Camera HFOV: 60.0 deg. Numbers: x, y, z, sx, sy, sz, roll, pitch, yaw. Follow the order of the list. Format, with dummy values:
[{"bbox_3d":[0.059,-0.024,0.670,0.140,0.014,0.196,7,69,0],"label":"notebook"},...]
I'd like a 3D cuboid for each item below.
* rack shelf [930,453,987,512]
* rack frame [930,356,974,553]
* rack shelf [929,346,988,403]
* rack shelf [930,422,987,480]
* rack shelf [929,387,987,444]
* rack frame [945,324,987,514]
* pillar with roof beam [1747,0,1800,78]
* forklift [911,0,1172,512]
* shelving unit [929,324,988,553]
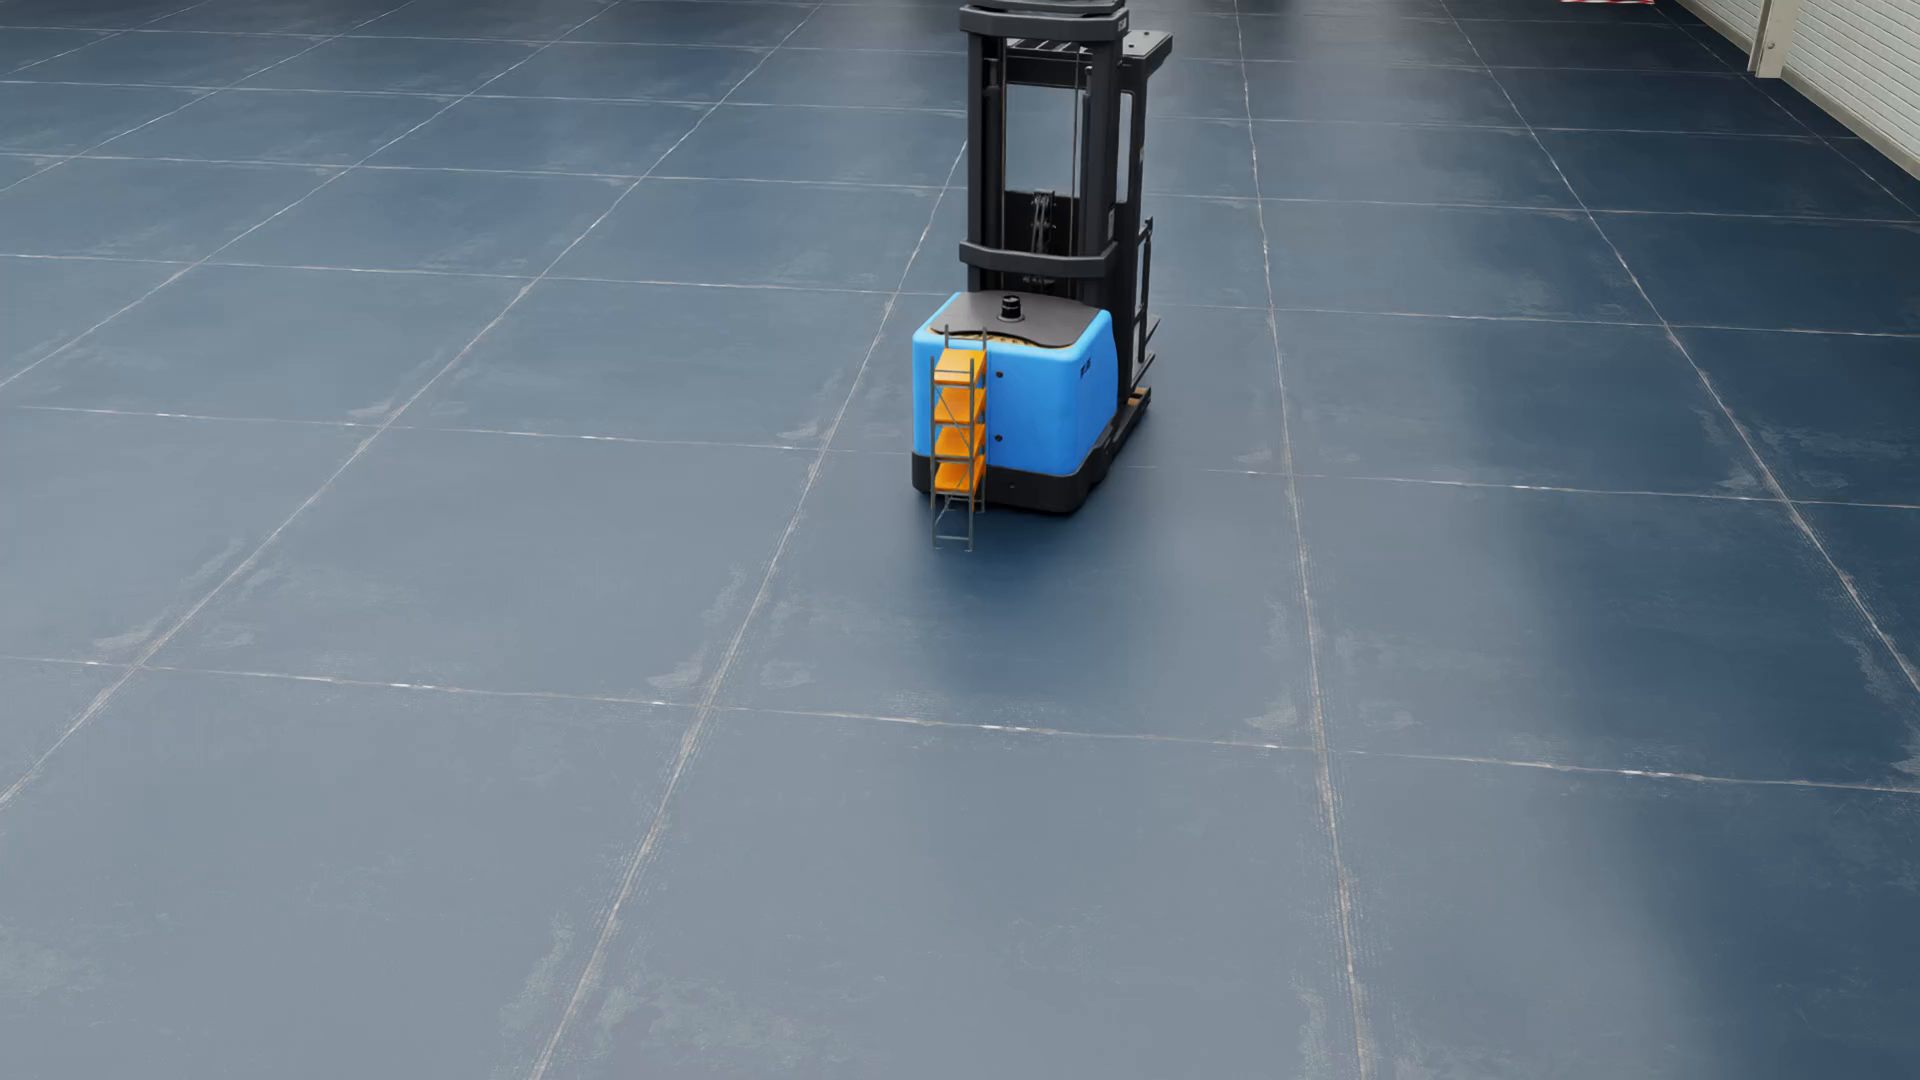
[{"bbox_3d":[-0.006,-0.348,9.691,0.258,0.148,0.480,4,29,8],"label":"rack shelf"},{"bbox_3d":[-0.044,-0.468,9.353,0.240,1.200,0.015,4,29,8],"label":"rack frame"},{"bbox_3d":[-0.006,-0.928,9.379,0.258,0.148,0.480,4,29,8],"label":"rack shelf"},{"bbox_3d":[-0.006,-0.523,9.597,0.258,0.148,0.480,4,29,8],"label":"rack shelf"},{"bbox_3d":[-0.006,-0.720,9.491,0.258,0.148,0.480,4,29,8],"label":"rack shelf"},{"bbox_3d":[0.032,-0.696,9.777,0.240,1.200,0.015,4,29,8],"label":"rack frame"},{"bbox_3d":[5.564,-9.908,18.653,9.100,9.000,0.400,3,28,6],"label":"pillar with roof beam"},{"bbox_3d":[0.670,-2.137,10.626,1.130,2.935,3.031,9,30,17],"label":"forklift"},{"bbox_3d":[-0.006,-0.582,9.565,0.258,1.200,0.503,4,29,8],"label":"shelving unit"}]
